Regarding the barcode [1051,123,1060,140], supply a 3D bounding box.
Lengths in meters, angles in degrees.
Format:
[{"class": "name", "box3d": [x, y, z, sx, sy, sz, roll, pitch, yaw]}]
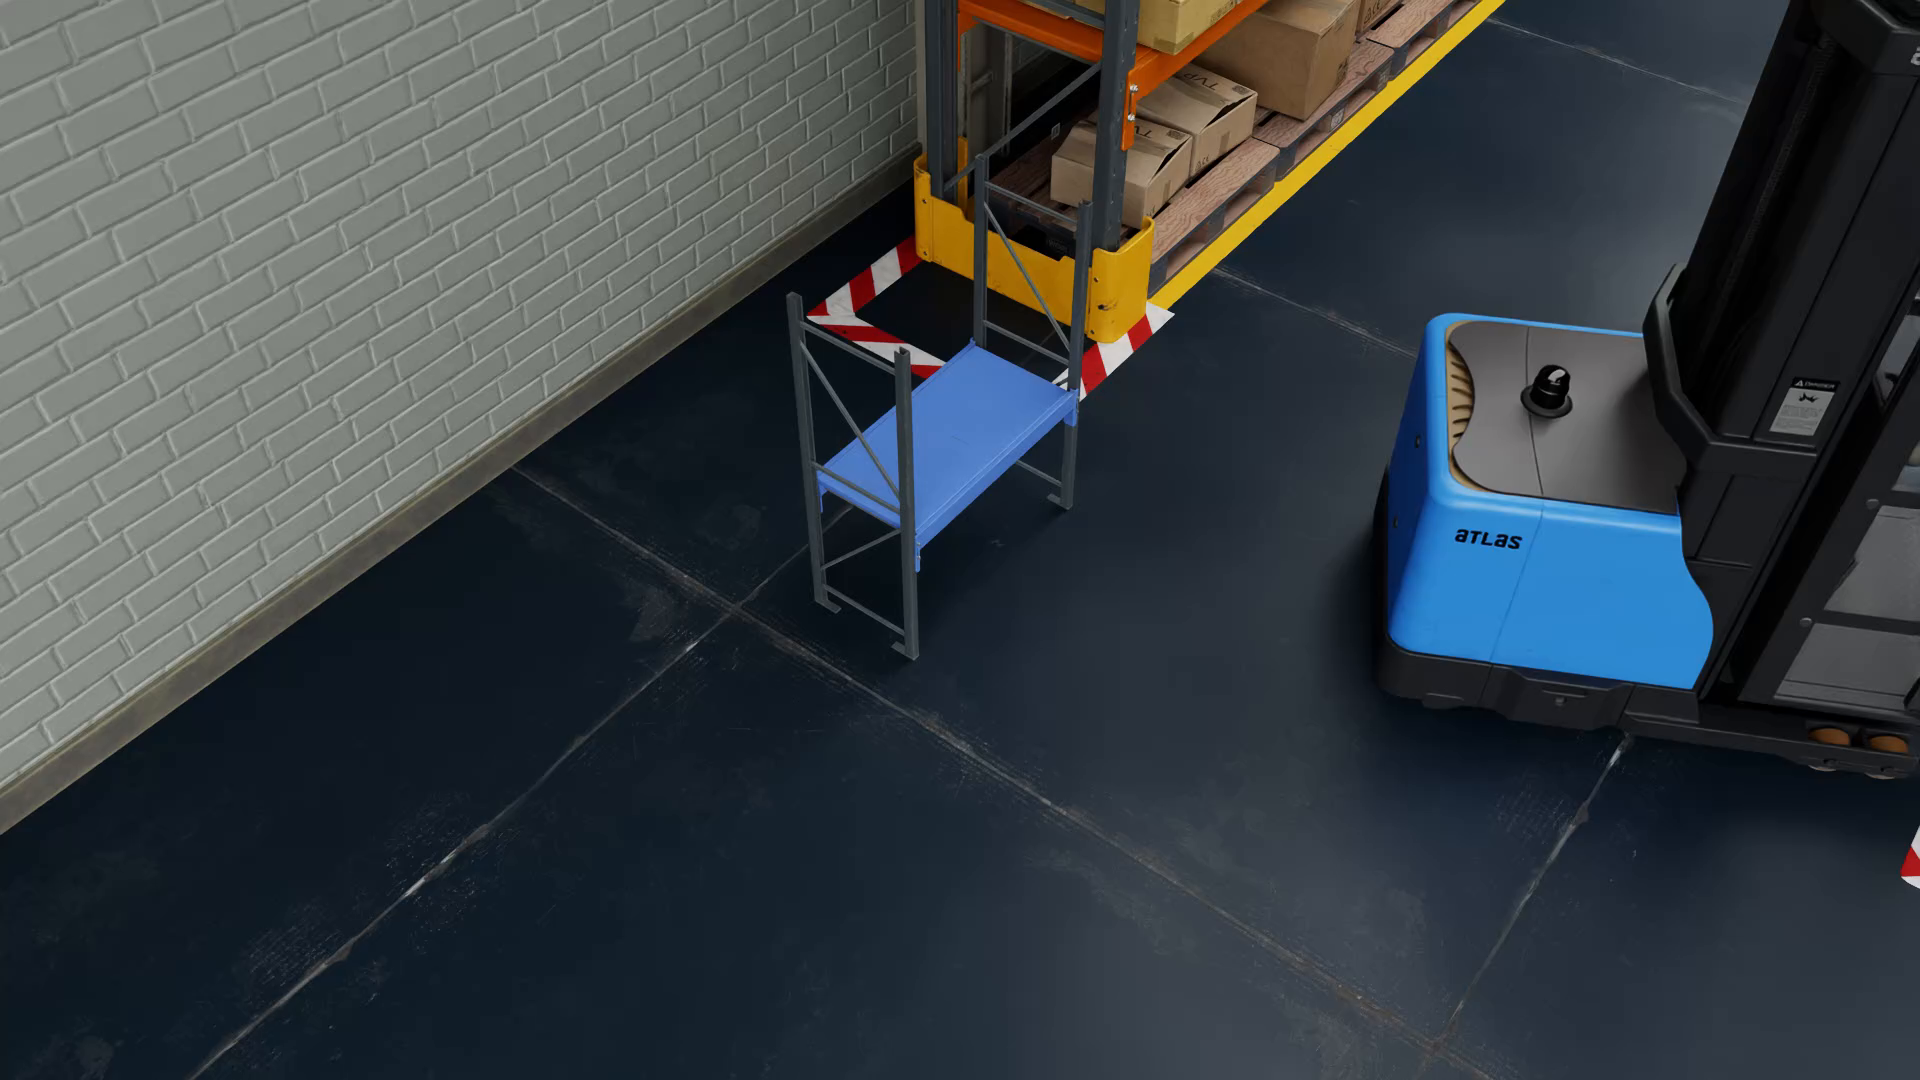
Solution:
[{"class": "barcode", "box3d": [0.468, -1.999, 8.134, 0.001, 0.075, 0.075, 29, 53, 25]}]

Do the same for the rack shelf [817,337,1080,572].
[{"class": "rack shelf", "box3d": [-0.052, -0.345, 6.291, 0.538, 0.185, 1.000, 29, 53, 25]}]

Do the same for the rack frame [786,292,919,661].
[{"class": "rack frame", "box3d": [-0.363, -0.178, 5.883, 0.500, 1.500, 0.032, 29, 53, 25]}]

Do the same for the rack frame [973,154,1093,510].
[{"class": "rack frame", "box3d": [0.259, -0.760, 6.439, 0.500, 1.500, 0.032, 29, 53, 25]}]

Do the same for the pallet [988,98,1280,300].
[{"class": "pallet", "box3d": [0.850, -1.759, 8.284, 1.003, 0.211, 1.213, 29, 53, 25]}]

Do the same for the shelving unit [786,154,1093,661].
[{"class": "shelving unit", "box3d": [-0.052, -0.469, 6.161, 0.538, 1.500, 1.048, 29, 53, 25]}]

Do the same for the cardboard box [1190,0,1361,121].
[{"class": "cardboard box", "box3d": [1.610, -2.598, 8.581, 0.700, 0.500, 0.500, 26, 52, 23]}]

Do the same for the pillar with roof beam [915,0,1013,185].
[{"class": "pillar with roof beam", "box3d": [3.429, -3.181, 3.565, 9.100, 9.000, 0.400, 29, 53, 25]}]

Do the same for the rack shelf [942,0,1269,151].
[{"class": "rack shelf", "box3d": [1.502, -3.125, 8.158, 1.077, 0.370, 4.000, 29, 53, 25]}]

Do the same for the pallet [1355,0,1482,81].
[{"class": "pallet", "box3d": [2.342, -3.155, 9.618, 1.003, 0.211, 1.213, 29, 53, 25]}]

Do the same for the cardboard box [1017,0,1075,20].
[{"class": "cardboard box", "box3d": [0.411, -2.537, 7.189, 0.500, 0.250, 0.500, 30, 53, 25]}]

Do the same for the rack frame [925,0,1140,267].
[{"class": "rack frame", "box3d": [0.279, -2.229, 6.805, 1.000, 3.000, 0.127, 29, 53, 25]}]

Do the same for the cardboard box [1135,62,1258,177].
[{"class": "cardboard box", "box3d": [1.122, -2.135, 8.270, 0.500, 0.311, 0.500, 34, 55, 28]}]

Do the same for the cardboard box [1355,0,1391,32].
[{"class": "cardboard box", "box3d": [2.122, -3.195, 9.152, 0.500, 0.500, 0.500, 25, 51, 22]}]

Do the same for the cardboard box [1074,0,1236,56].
[{"class": "cardboard box", "box3d": [0.828, -2.323, 6.985, 0.500, 0.250, 0.500, 28, 52, 24]}]

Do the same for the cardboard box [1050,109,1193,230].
[{"class": "cardboard box", "box3d": [0.773, -1.808, 7.958, 0.500, 0.311, 0.500, 24, 51, 21]}]

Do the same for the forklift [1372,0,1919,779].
[{"class": "forklift", "box3d": [3.098, -0.578, 5.276, 3.031, 2.935, 1.130, 7, 47, 7]}]

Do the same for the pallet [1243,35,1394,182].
[{"class": "pallet", "box3d": [1.596, -2.454, 8.948, 1.003, 0.211, 1.213, 29, 53, 25]}]

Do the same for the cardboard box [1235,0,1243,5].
[{"class": "cardboard box", "box3d": [1.135, -2.626, 7.274, 0.500, 0.250, 0.500, 28, 52, 24]}]

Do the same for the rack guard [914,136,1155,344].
[{"class": "rack guard", "box3d": [0.325, -1.409, 7.750, 1.175, 0.500, 0.348, 29, 53, 25]}]
